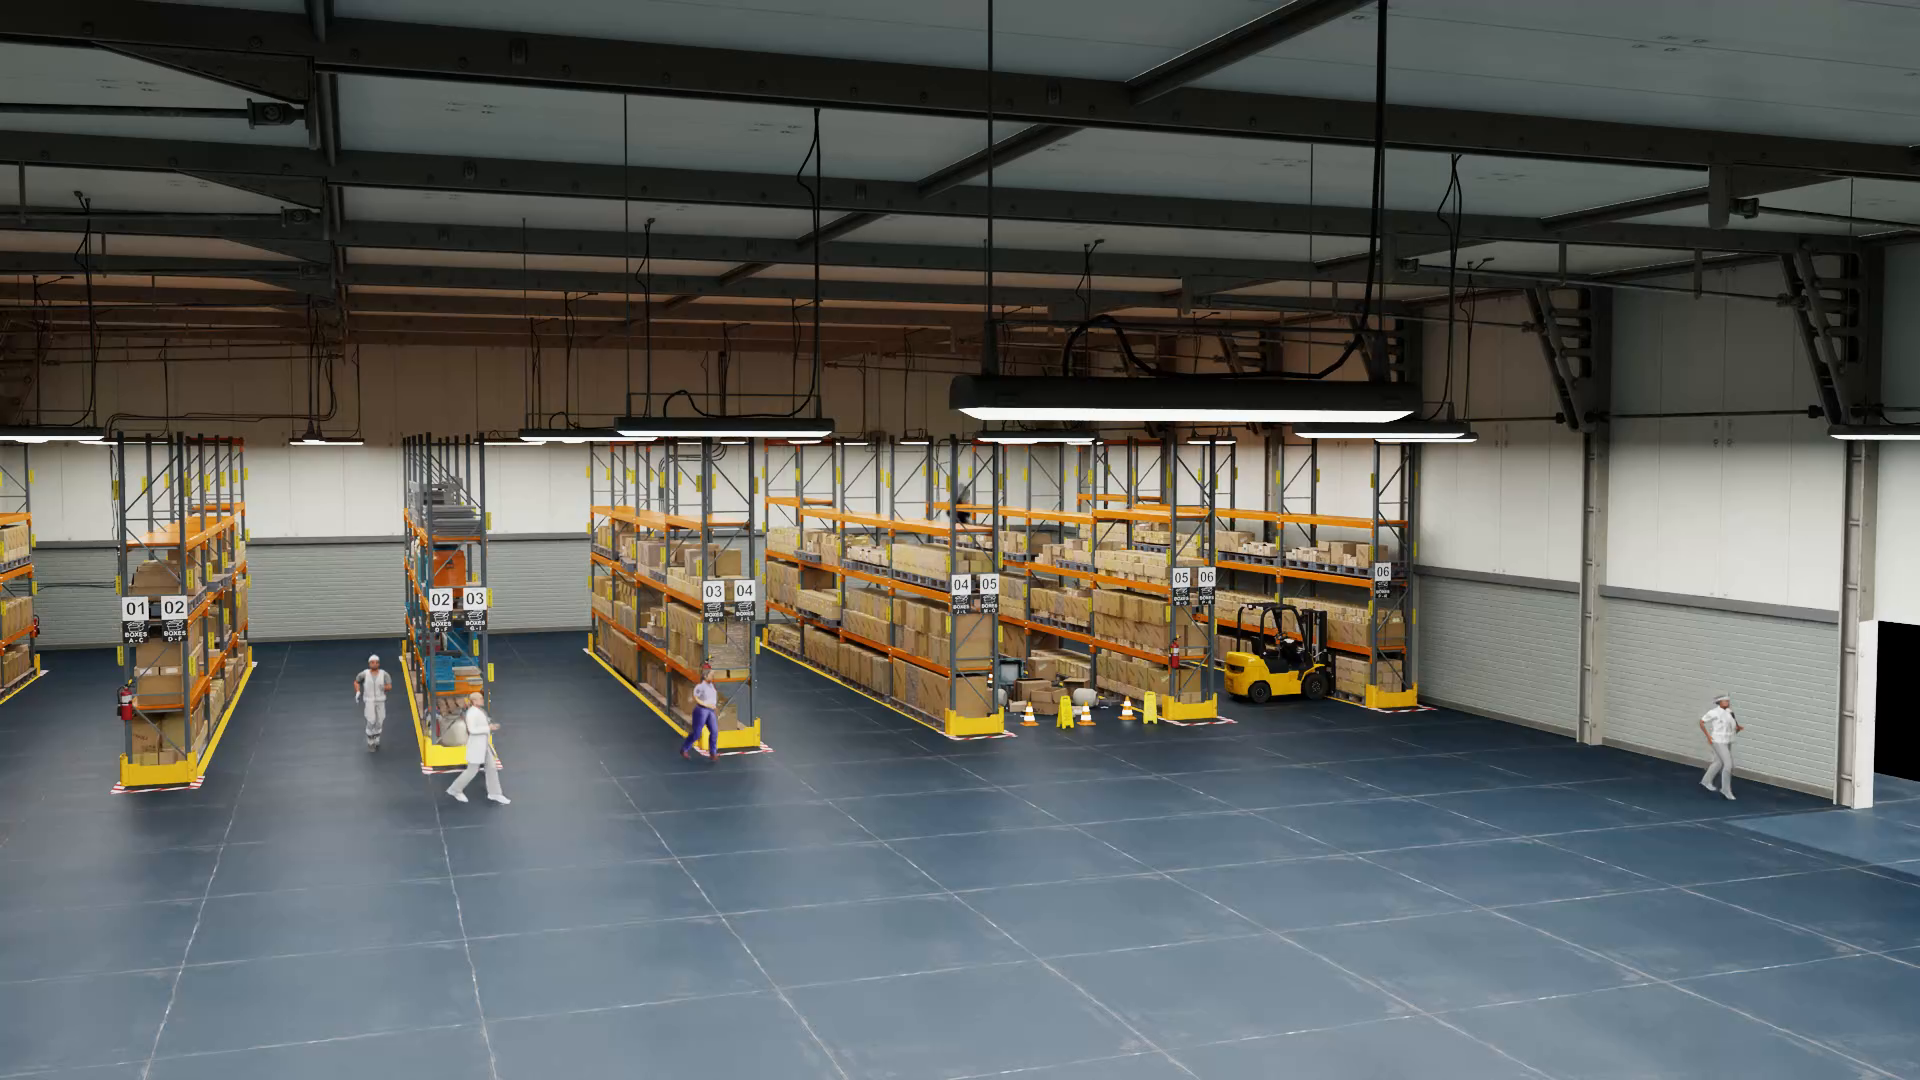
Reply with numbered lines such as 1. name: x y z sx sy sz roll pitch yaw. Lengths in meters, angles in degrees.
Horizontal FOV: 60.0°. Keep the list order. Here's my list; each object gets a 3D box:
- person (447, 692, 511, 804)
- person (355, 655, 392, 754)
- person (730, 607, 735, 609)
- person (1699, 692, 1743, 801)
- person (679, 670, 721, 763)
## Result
1. person: -7.720 3.333 26.604 0.985 1.808 0.701 0 3 4
2. person: -11.050 3.090 31.371 0.643 1.839 0.762 -2 4 -30
3. person: -6.706 2.212 47.523 0.653 1.834 0.791 -1 3 -17
4. person: 12.496 3.364 27.283 0.546 1.758 0.755 -2 4 -33
5. person: -4.661 3.212 30.500 0.828 1.663 0.680 2 4 30
